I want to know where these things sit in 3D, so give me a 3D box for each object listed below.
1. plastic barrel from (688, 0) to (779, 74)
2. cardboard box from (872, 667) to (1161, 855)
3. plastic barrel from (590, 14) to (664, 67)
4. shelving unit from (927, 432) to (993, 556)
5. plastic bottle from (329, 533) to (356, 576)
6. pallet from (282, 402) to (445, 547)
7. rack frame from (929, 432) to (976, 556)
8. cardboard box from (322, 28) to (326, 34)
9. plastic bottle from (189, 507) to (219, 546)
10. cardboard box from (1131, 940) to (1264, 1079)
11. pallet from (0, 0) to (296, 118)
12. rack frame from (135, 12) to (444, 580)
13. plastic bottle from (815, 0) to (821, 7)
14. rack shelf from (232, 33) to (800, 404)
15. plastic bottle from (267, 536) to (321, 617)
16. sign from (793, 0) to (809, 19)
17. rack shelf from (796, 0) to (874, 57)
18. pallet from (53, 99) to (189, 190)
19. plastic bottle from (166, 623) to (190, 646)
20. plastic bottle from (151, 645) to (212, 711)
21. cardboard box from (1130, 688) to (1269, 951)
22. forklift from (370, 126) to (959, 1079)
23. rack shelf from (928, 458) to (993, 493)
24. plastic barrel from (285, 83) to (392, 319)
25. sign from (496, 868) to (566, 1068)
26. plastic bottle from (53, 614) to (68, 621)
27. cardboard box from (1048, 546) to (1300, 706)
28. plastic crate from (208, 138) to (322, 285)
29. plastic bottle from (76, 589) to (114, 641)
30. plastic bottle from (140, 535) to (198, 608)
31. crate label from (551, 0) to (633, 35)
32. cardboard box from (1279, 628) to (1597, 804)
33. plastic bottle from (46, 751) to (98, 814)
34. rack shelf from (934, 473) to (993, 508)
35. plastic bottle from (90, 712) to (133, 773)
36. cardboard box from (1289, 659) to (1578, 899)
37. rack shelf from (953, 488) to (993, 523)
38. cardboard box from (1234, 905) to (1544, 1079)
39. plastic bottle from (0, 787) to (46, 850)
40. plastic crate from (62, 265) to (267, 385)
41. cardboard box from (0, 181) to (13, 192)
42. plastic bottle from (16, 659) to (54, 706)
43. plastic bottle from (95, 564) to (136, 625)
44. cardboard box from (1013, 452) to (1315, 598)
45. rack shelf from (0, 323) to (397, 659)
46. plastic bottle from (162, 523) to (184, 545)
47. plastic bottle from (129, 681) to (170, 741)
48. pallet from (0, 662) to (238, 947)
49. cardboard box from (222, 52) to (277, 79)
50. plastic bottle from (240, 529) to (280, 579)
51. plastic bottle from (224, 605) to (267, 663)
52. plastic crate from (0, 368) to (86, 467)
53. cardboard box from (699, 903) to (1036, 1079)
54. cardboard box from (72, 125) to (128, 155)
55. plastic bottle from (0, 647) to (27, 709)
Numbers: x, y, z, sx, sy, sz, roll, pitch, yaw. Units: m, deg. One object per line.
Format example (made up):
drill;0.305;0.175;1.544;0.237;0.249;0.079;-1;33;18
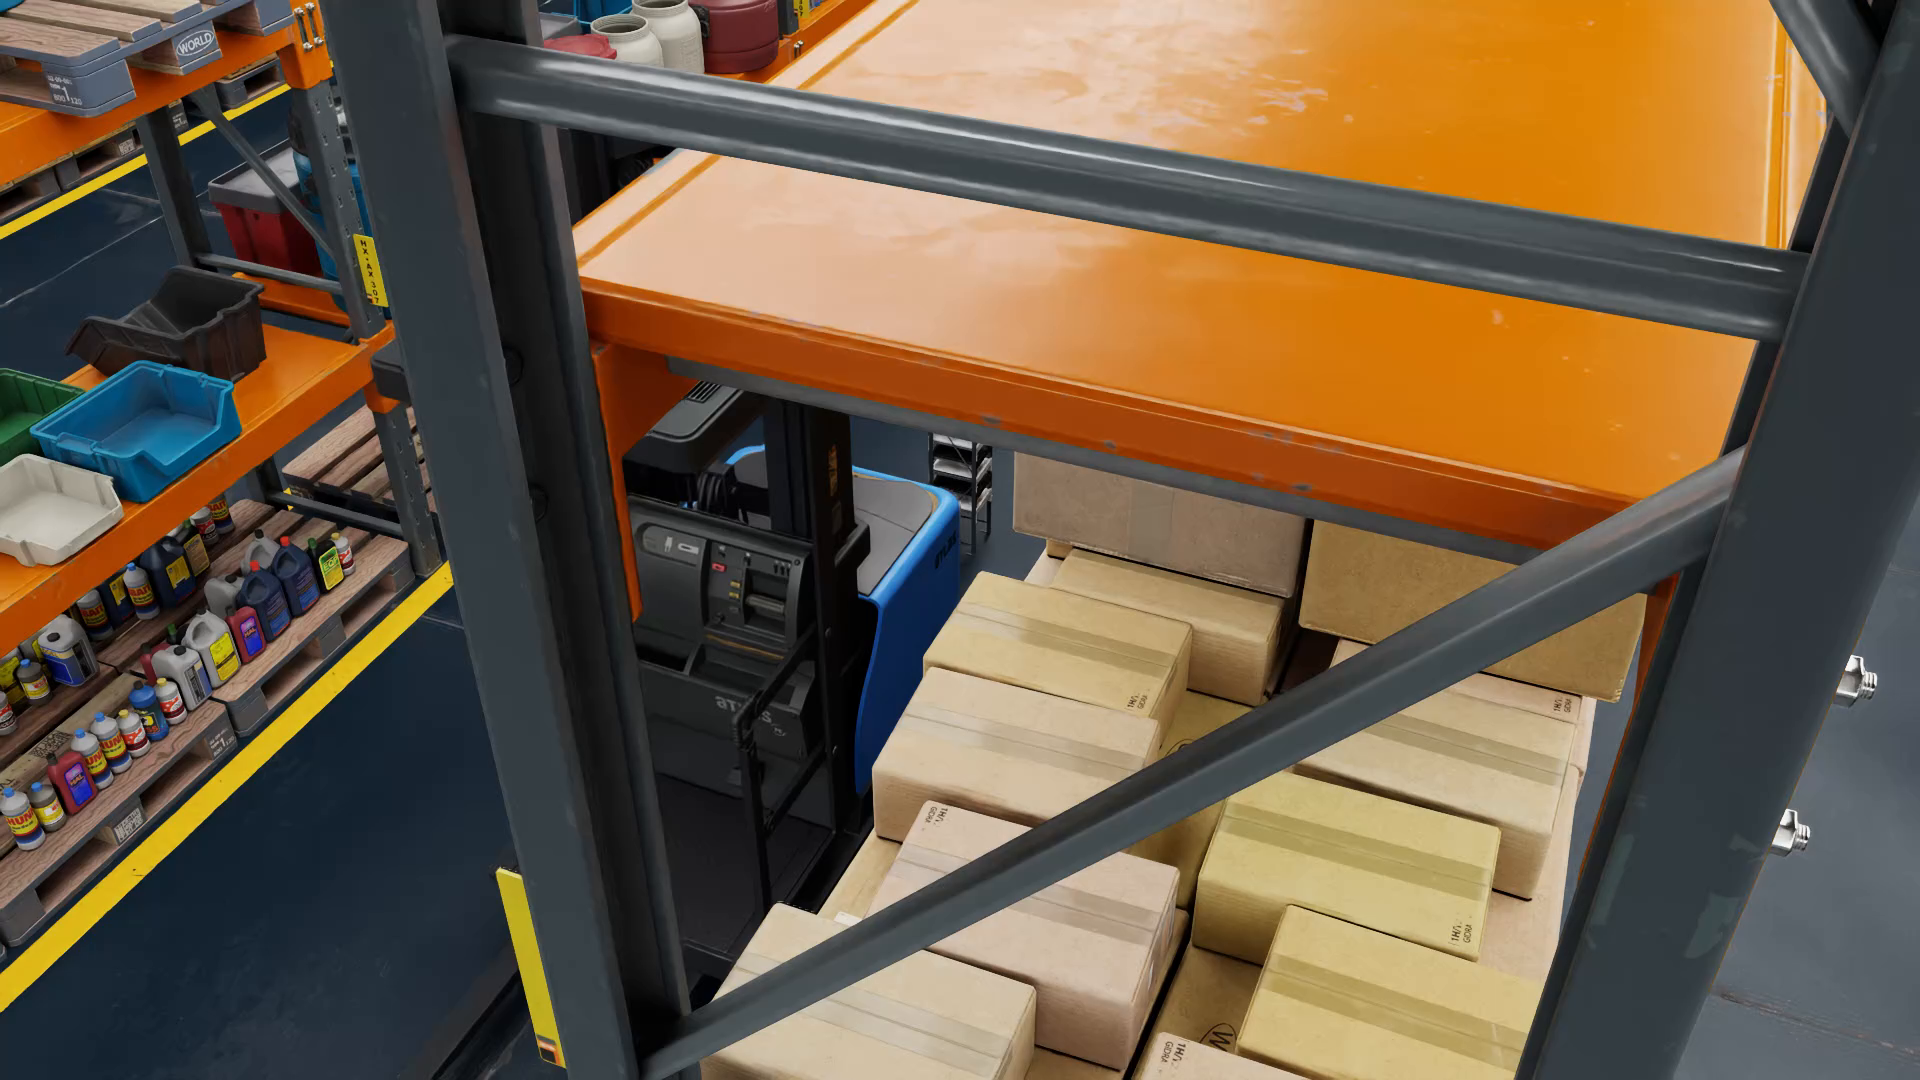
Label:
plastic barrel;-1.372;-3.102;9.781;0.600;0.536;0.708;14;39;18
cardboard box;0.088;0.364;2.544;0.380;0.149;0.250;12;38;16
plastic barrel;-1.830;-2.567;9.086;0.421;0.512;0.421;0;37;0
shelving unit;0.003;-0.365;7.987;0.258;0.900;0.210;14;39;18
plastic bottle;-2.848;0.057;7.638;0.097;0.201;0.097;0;37;0
pallet;-2.735;-0.486;8.724;1.003;0.211;1.213;14;39;18
rack frame;-0.036;-0.309;7.911;0.240;0.900;0.006;14;39;18
cardboard box;-5.228;-4.434;13.397;0.500;0.500;0.500;13;39;17
plastic bottle;-3.563;-0.082;7.824;0.097;0.201;0.097;0;37;0
cardboard box;0.483;0.835;2.248;0.500;0.250;0.500;15;39;19
pallet;-3.182;-1.863;5.890;1.213;0.211;1.003;14;39;18
rack frame;-2.998;-1.159;7.295;1.000;3.000;0.127;14;39;18
plastic bottle;-0.943;-3.546;10.596;0.097;0.271;0.097;0;37;0
rack shelf;-2.237;-1.978;8.992;1.077;0.370;4.000;14;39;18
plastic bottle;-2.976;0.148;7.392;0.144;0.351;0.185;13;39;17
sign;-0.964;-3.318;10.047;0.100;0.325;0.005;14;39;18
rack shelf;-0.715;-4.193;11.955;1.077;0.370;4.000;14;39;18
pallet;-6.404;-2.940;12.008;1.003;0.211;1.213;14;39;18
plastic bottle;-3.277;0.451;7.043;0.061;0.283;0.133;14;39;18
plastic bottle;-3.238;0.552;6.914;0.152;0.276;0.135;15;39;19
cardboard box;0.197;0.440;2.775;0.500;0.250;0.500;14;39;18
forklift;-1.037;0.185;5.555;1.130;2.935;3.031;15;39;19
rack shelf;0.003;-0.338;8.007;0.258;0.077;0.200;14;39;18
plastic barrel;-2.571;-1.505;7.339;0.600;0.901;0.708;14;39;18
sign;-0.445;0.490;1.844;0.100;0.325;0.005;14;39;18
plastic bottle;-3.890;0.394;7.188;0.097;0.201;0.097;0;37;0
cardboard box;0.371;0.111;2.883;0.380;0.149;0.250;14;39;18
plastic crate;-3.096;-1.523;7.728;0.402;0.464;0.583;14;39;18
plastic bottle;-3.782;0.304;7.249;0.097;0.271;0.097;0;37;0
plastic bottle;-3.555;0.111;7.441;0.144;0.351;0.185;14;39;18
crate label;-2.104;-2.899;9.594;0.502;0.435;0.616;14;39;18
cardboard box;0.866;0.274;2.998;0.500;0.250;0.500;14;39;18
plastic bottle;-3.439;0.913;6.424;0.061;0.283;0.133;14;39;18
rack shelf;0.003;-0.266;8.060;0.258;0.077;0.200;14;39;18
plastic bottle;-3.373;0.794;6.594;0.097;0.271;0.097;0;37;0
cardboard box;0.719;0.359;2.551;0.380;0.149;0.250;15;39;20
rack shelf;0.003;-0.194;8.114;0.258;0.077;0.200;14;39;18
cardboard box;0.567;0.661;2.146;0.380;0.149;0.250;15;39;19
plastic bottle;-3.542;1.039;6.266;0.097;0.271;0.097;0;37;0
plastic crate;-3.315;-0.873;6.965;0.767;0.338;0.504;14;39;18
cardboard box;-6.610;-2.375;10.868;0.500;0.250;0.500;15;39;19
plastic bottle;-3.865;0.584;6.933;0.097;0.201;0.097;0;37;0
plastic bottle;-3.760;0.183;7.345;0.144;0.351;0.185;12;38;16
cardboard box;0.416;-0.293;2.881;0.500;0.500;0.500;14;39;18
rack shelf;-3.759;0.236;6.029;1.077;0.370;4.000;14;39;18
plastic bottle;-3.622;0.017;7.629;0.152;0.276;0.135;15;39;19
plastic bottle;-3.296;0.682;6.744;0.097;0.271;0.097;0;37;0
pallet;-3.755;0.998;6.739;1.003;0.211;1.213;14;39;18
cardboard box;-5.618;-3.866;12.637;0.500;0.500;0.500;15;39;20
plastic bottle;-3.110;0.115;7.436;0.144;0.351;0.185;14;39;18
plastic bottle;-3.073;0.381;7.136;0.061;0.283;0.133;16;40;21
plastic crate;-3.775;-0.387;6.439;0.450;0.188;0.662;14;39;18
cardboard box;-0.122;0.658;2.151;0.380;0.149;0.250;14;39;18
cardboard box;-6.223;-2.938;11.621;0.500;0.250;0.500;13;39;17
plastic bottle;-3.993;0.521;6.893;0.144;0.351;0.185;15;39;20
